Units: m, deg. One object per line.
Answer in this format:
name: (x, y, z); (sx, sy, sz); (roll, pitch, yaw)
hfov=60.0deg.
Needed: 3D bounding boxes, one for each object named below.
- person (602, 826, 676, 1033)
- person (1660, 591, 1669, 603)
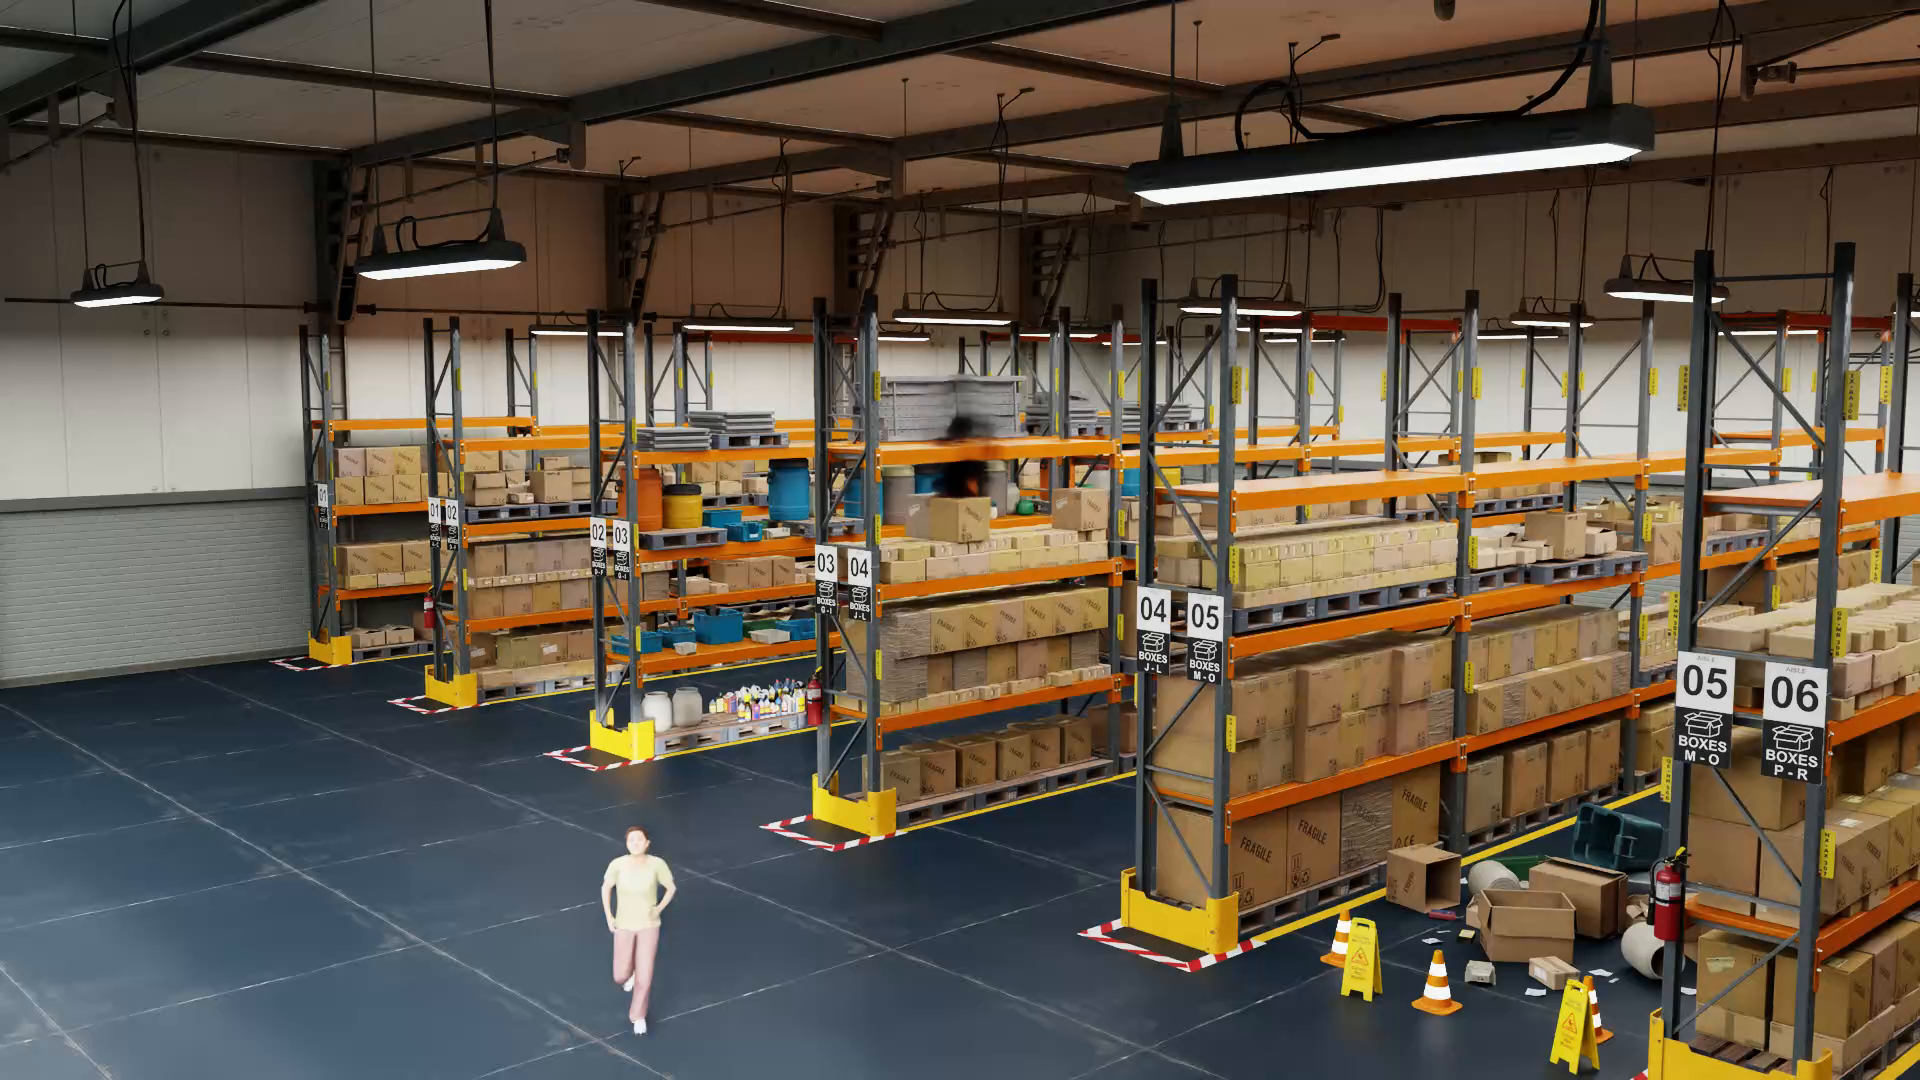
person: (-2.540, 3.044, 13.153); (0.583, 1.600, 0.554); (0, 6, -4)
person: (10.995, 1.689, 25.916); (0.756, 1.806, 0.735); (-5, 8, -41)
